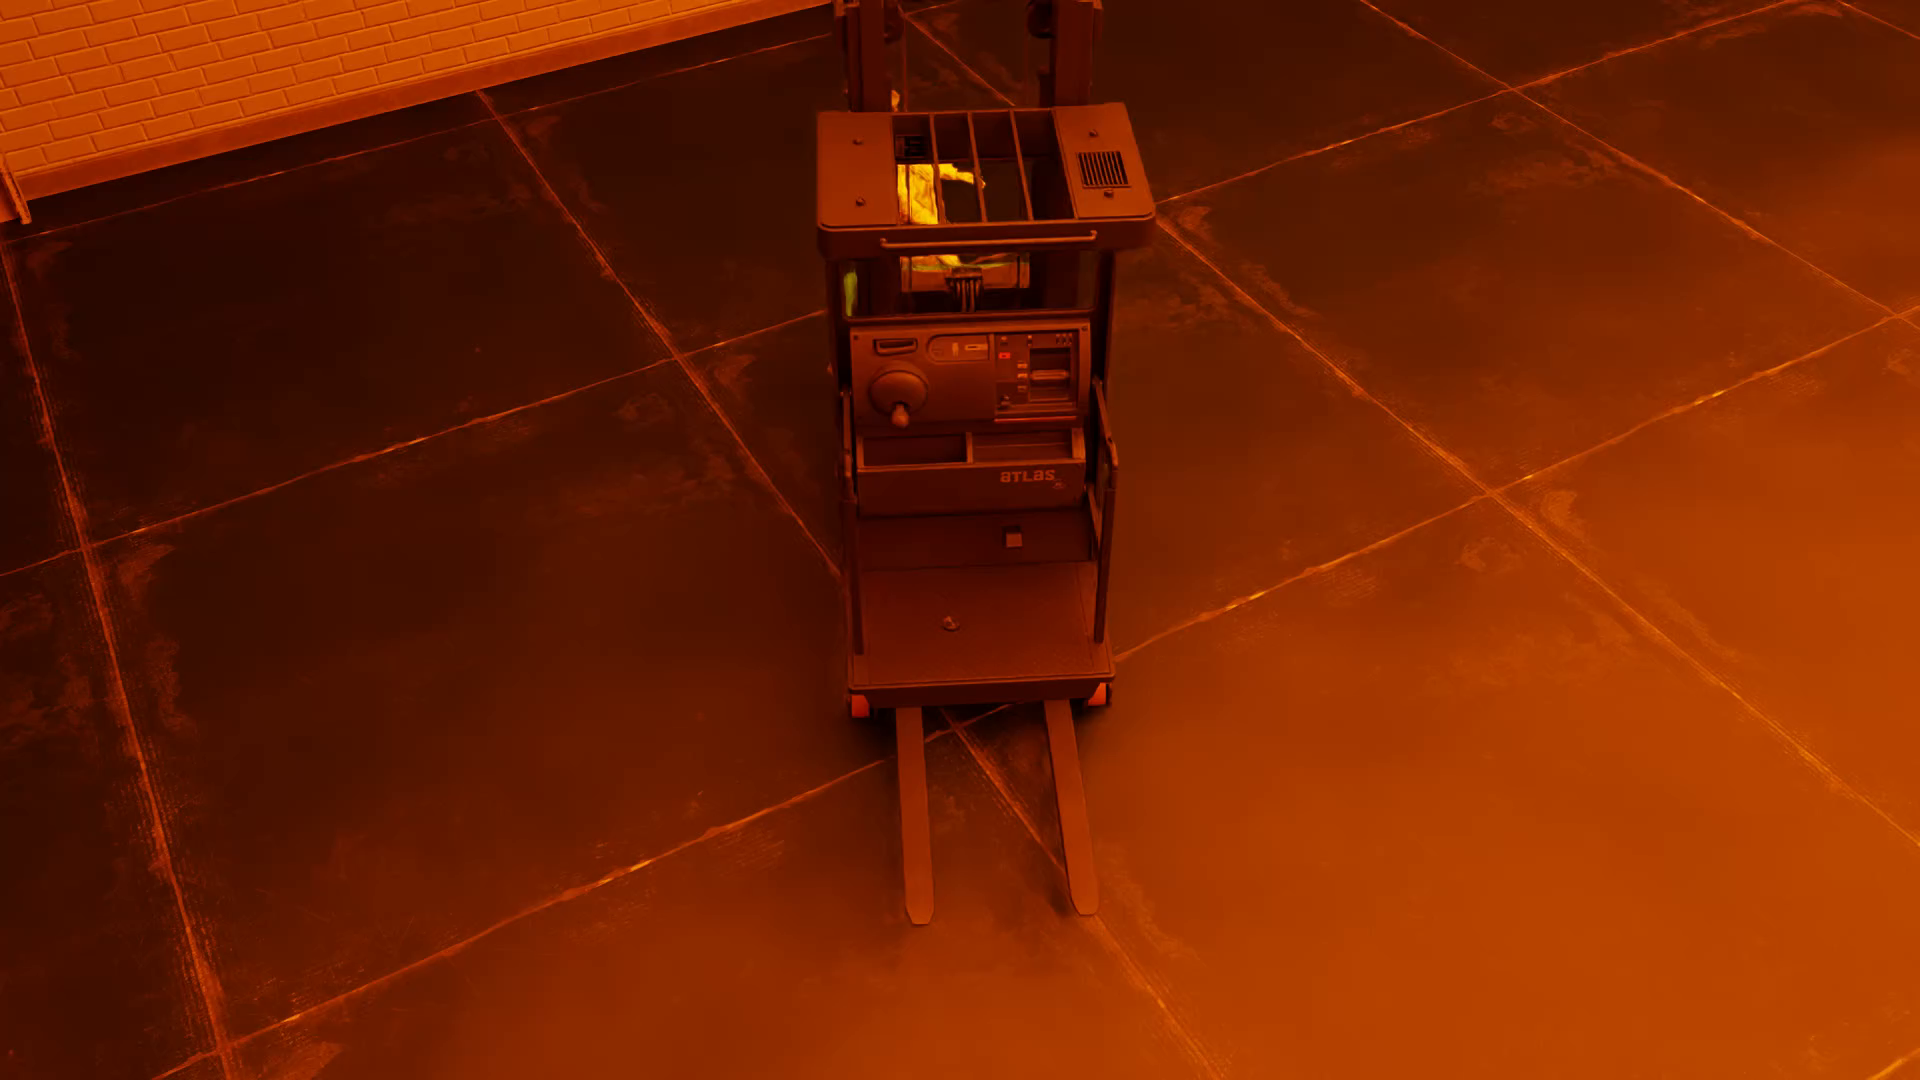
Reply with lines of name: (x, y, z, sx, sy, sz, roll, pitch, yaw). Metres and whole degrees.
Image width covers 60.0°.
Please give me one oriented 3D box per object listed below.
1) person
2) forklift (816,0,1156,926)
person: (-0.171, -1.432, 8.195, 0.859, 1.570, 0.692, -30, 51, -28)
forklift: (0.059, -0.560, 6.301, 1.130, 2.935, 3.031, -3, 43, -3)
